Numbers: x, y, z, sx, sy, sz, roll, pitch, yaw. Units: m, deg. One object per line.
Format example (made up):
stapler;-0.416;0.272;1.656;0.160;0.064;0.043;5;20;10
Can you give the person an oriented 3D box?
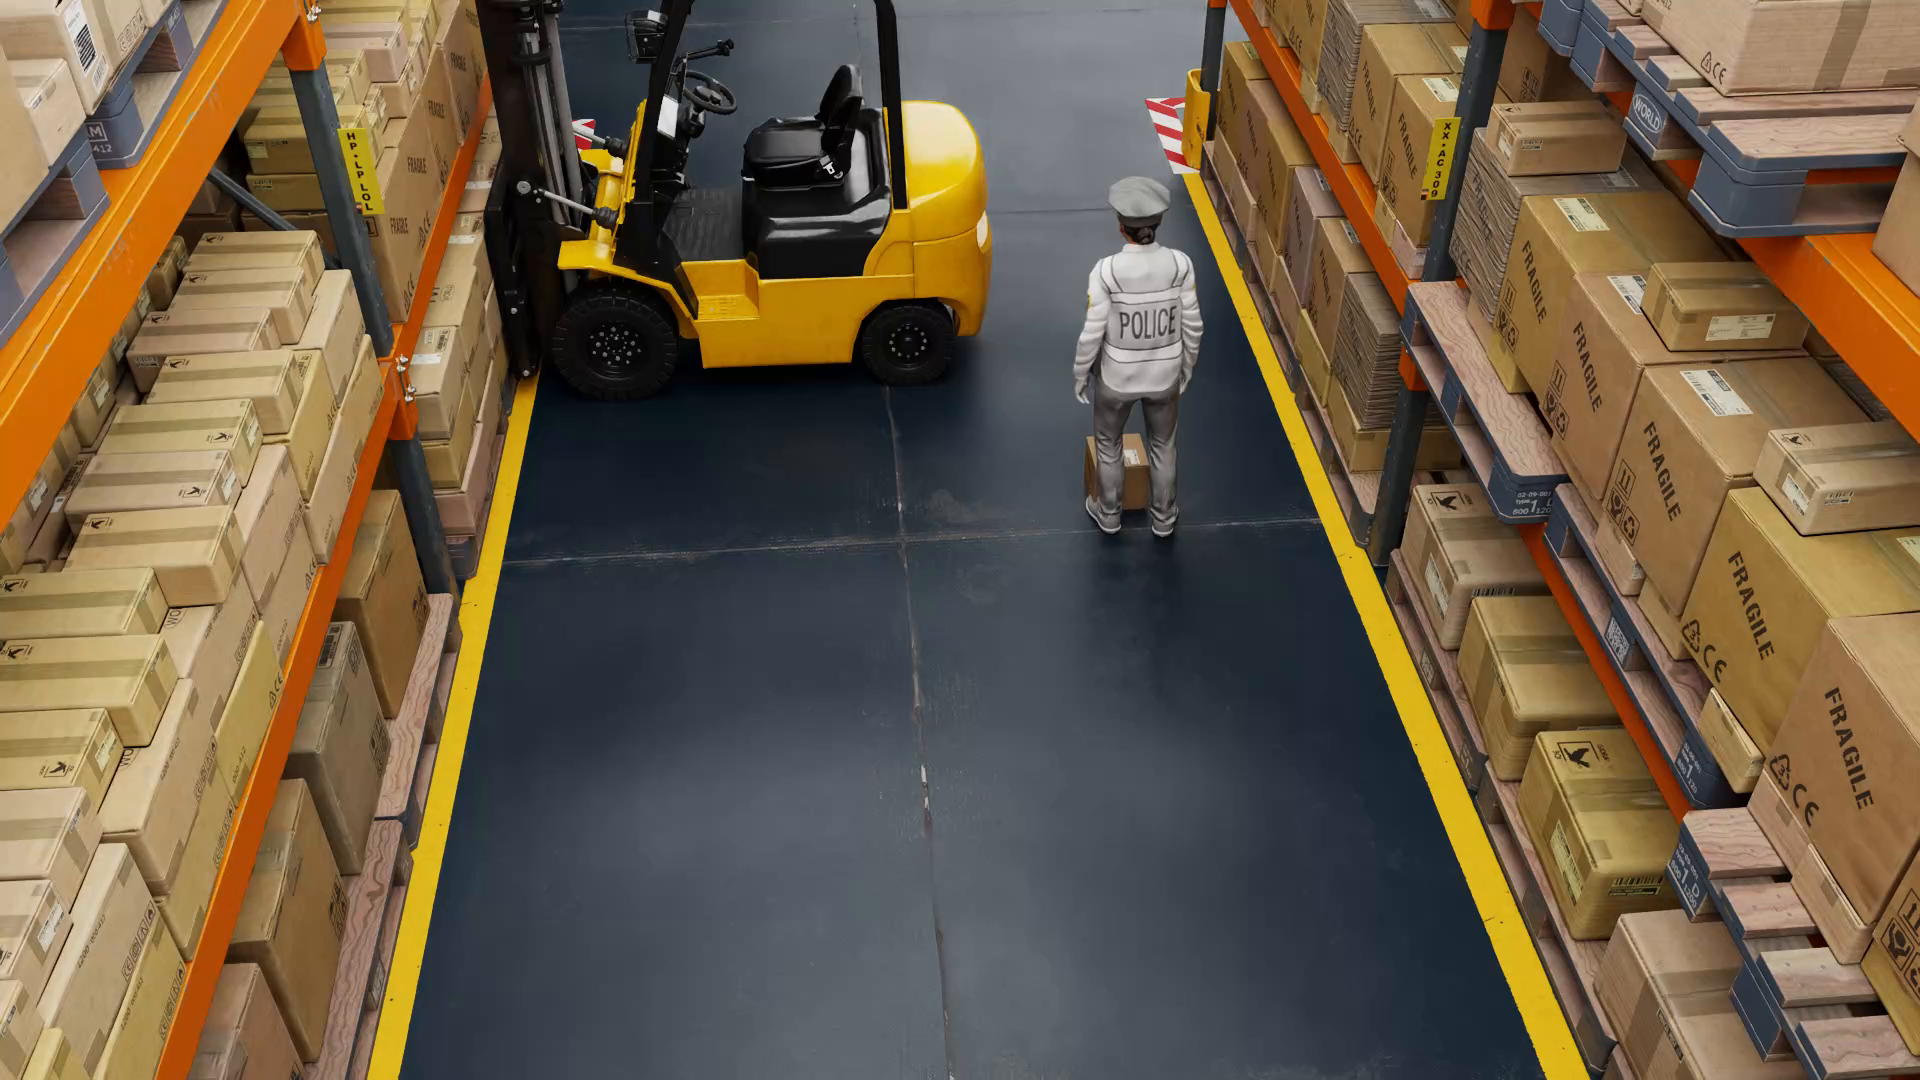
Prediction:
person;0.738;-0.715;7.024;0.544;1.663;0.415;-5;40;-7
